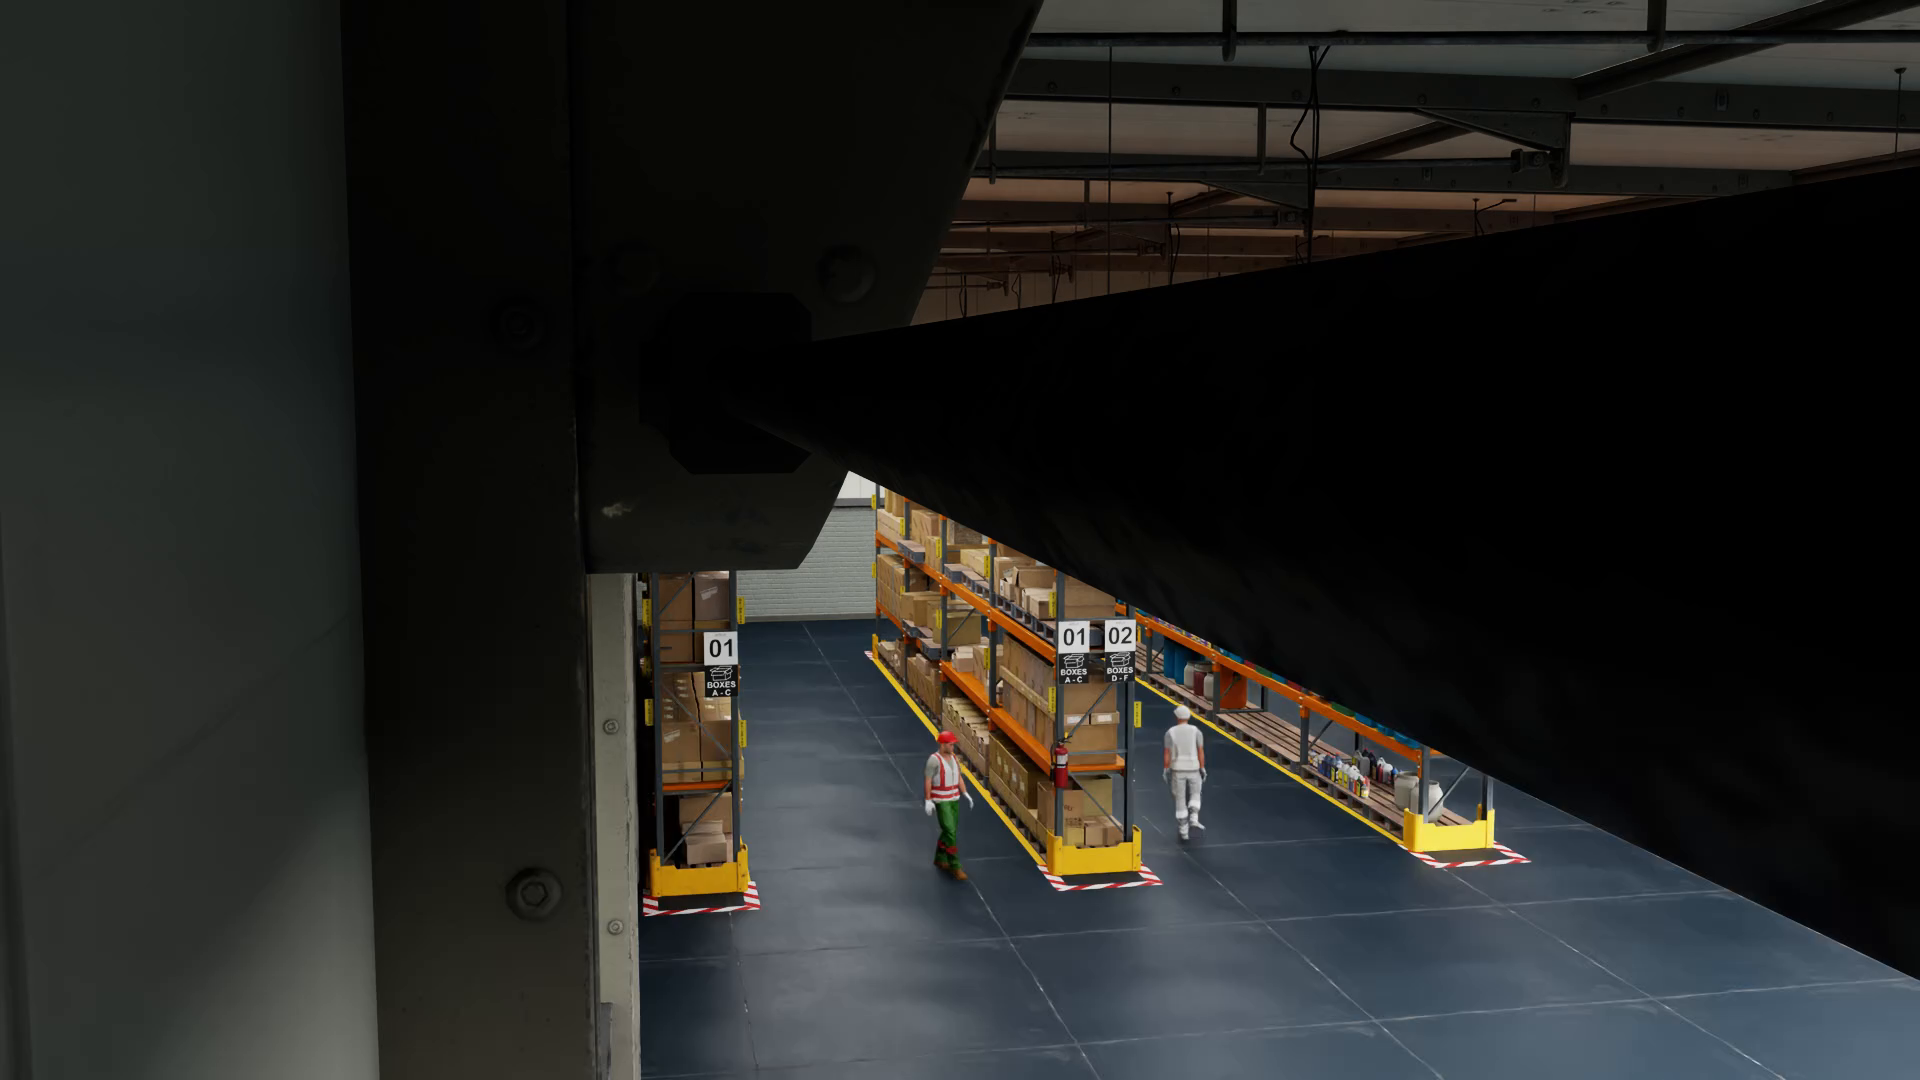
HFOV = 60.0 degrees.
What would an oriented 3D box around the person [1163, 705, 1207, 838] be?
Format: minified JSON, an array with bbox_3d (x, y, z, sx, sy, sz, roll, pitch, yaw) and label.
[{"bbox_3d":[3.044,3.128,22.513,0.584,1.780,0.482,0,6,4],"label":"person"}]

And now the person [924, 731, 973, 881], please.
[{"bbox_3d":[-0.083,3.309,20.888,0.755,1.790,0.559,5,8,41],"label":"person"}]
